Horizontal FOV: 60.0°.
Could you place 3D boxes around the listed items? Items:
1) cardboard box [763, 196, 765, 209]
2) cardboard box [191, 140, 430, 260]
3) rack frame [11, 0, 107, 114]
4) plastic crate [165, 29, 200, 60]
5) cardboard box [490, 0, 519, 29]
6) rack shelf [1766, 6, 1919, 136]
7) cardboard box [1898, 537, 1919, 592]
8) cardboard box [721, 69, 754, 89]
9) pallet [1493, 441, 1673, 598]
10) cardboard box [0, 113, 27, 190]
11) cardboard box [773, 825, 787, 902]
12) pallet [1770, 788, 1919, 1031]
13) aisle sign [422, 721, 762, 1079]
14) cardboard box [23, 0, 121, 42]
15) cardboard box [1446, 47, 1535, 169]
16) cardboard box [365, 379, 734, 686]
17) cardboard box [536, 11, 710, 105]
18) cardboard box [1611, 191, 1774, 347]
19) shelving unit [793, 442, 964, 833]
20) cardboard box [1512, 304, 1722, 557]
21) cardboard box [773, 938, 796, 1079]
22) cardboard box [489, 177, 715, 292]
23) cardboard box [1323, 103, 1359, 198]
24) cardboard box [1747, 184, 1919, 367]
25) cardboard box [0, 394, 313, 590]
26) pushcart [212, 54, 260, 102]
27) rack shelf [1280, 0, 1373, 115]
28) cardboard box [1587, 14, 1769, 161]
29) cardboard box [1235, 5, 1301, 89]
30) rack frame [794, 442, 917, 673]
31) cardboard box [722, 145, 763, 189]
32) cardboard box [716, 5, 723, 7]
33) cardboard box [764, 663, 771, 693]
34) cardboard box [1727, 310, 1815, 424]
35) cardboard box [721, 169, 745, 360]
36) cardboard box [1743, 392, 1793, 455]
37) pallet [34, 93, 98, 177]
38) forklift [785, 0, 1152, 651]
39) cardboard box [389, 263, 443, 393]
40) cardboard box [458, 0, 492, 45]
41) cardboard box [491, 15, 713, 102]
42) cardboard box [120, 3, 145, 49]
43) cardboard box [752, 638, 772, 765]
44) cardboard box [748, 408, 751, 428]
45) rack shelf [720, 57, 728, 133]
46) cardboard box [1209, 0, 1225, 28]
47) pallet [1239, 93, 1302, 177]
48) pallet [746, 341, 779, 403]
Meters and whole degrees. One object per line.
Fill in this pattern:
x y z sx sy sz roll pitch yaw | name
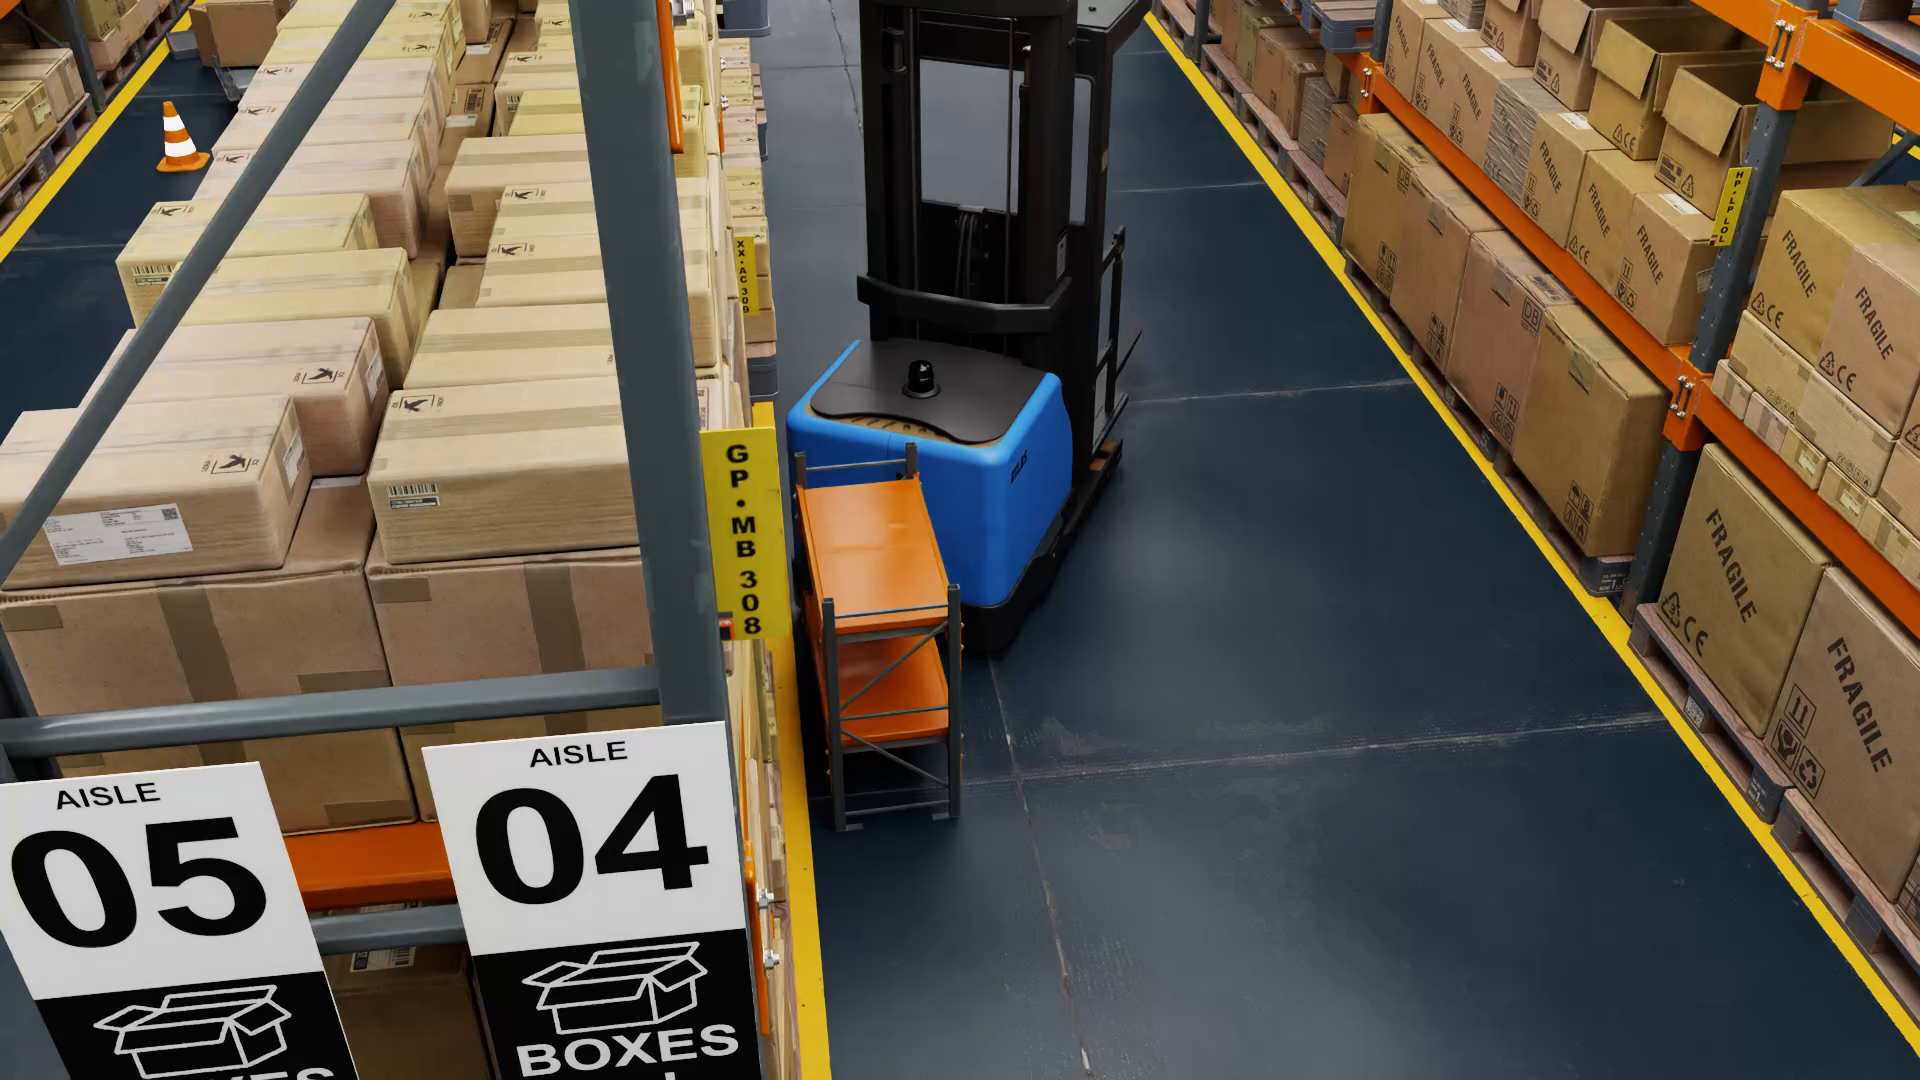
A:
-1.060 -1.473 7.334 0.380 0.149 0.250 -6 35 -8 | cardboard box
-1.241 -0.646 3.206 0.380 0.149 0.250 -5 35 -7 | cardboard box
-7.322 -4.625 12.374 1.000 3.000 0.127 -4 35 -6 | rack frame
-6.721 -4.357 14.573 0.402 0.080 0.583 -16 38 -23 | plastic crate
-1.466 -1.411 4.683 0.500 0.250 0.500 -5 35 -7 | cardboard box
3.843 -0.738 4.644 1.077 0.370 4.000 -4 35 -6 | rack shelf
3.459 0.106 5.655 0.380 0.149 0.250 -4 34 -6 | cardboard box
-1.201 -2.180 8.107 0.380 0.149 0.250 -3 34 -4 | cardboard box
3.395 -0.184 8.333 1.003 0.211 1.213 -4 35 -6 | pallet
-7.054 -2.632 11.409 0.950 0.372 0.625 -3 34 -5 | cardboard box
-0.825 1.183 6.010 0.380 0.149 0.250 -4 35 -6 | cardboard box
3.766 1.353 6.077 1.003 0.211 1.213 -4 35 -6 | pallet
-0.510 0.583 2.422 0.394 0.787 0.004 -4 35 -6 | aisle sign
-7.134 -4.322 13.332 0.500 0.500 0.500 -3 34 -4 | cardboard box
2.975 -2.320 8.902 0.500 0.500 0.500 -5 35 -7 | cardboard box
-0.620 -0.015 2.634 0.500 0.250 0.500 -4 34 -6 | cardboard box
-0.788 -1.128 3.913 0.380 0.149 0.250 -5 35 -7 | cardboard box
3.240 -1.193 7.249 0.500 0.500 0.500 -4 35 -6 | cardboard box
-0.336 0.375 6.701 0.538 1.125 1.048 -6 35 -8 | shelving unit
3.468 -0.563 7.926 1.225 0.875 0.875 -4 35 -6 | cardboard box
-0.604 1.204 3.467 0.500 0.500 0.500 -3 34 -4 | cardboard box
-0.647 -0.543 3.056 0.380 0.149 0.250 -4 34 -6 | cardboard box
2.926 -2.665 11.326 0.700 0.500 0.500 -6 35 -9 | cardboard box
3.385 -0.996 6.251 0.500 0.500 0.500 -4 35 -6 | cardboard box
-1.153 -0.072 2.364 0.380 0.149 0.250 -5 35 -7 | cardboard box
-5.070 -3.742 13.406 1.648 0.377 0.936 -16 38 -23 | pushcart
2.767 -3.963 12.040 1.077 0.370 4.000 -4 35 -6 | rack shelf
3.399 -2.107 7.699 0.797 0.503 0.637 -4 34 -6 | cardboard box
2.604 -3.913 13.157 0.700 0.500 0.500 -5 35 -7 | cardboard box
-0.426 0.093 7.115 0.500 1.125 0.032 -6 35 -8 | rack frame
-1.059 -1.601 7.257 0.380 0.149 0.250 -5 35 -7 | cardboard box
-1.373 -2.901 9.166 0.380 0.149 0.250 -6 35 -8 | cardboard box
-0.949 0.591 6.614 0.380 0.149 0.250 -6 35 -9 | cardboard box
3.377 -0.691 6.469 0.500 0.250 0.500 -5 35 -7 | cardboard box
-1.024 -0.928 5.707 0.500 0.500 0.500 -6 35 -8 | cardboard box
3.319 -0.471 6.501 0.380 0.149 0.250 -5 35 -8 | cardboard box
-7.216 -3.039 12.522 1.003 0.211 1.213 -4 35 -6 | pallet
0.217 -1.542 7.910 1.130 2.935 3.031 12 36 17 | forklift
-1.201 -0.267 3.005 0.500 0.250 0.500 -5 35 -8 | cardboard box
-1.417 -1.379 4.282 0.380 0.149 0.250 -5 35 -8 | cardboard box
-0.908 -1.157 4.309 0.500 0.250 0.500 -3 34 -4 | cardboard box
-7.217 -4.309 13.979 0.500 0.250 0.500 -3 34 -4 | cardboard box
-0.736 0.219 4.025 0.500 0.500 0.500 -5 35 -7 | cardboard box
-0.941 -0.218 5.554 0.500 0.500 0.500 -5 35 -8 | cardboard box
-1.624 -2.651 7.451 1.077 0.370 4.000 -4 35 -6 | rack shelf
2.484 -4.743 14.393 0.500 0.500 0.500 -5 35 -8 | cardboard box
2.771 -3.107 12.622 1.003 0.211 1.213 -4 35 -6 | pallet
-1.313 -0.951 7.152 1.003 0.211 1.213 -4 35 -6 | pallet
